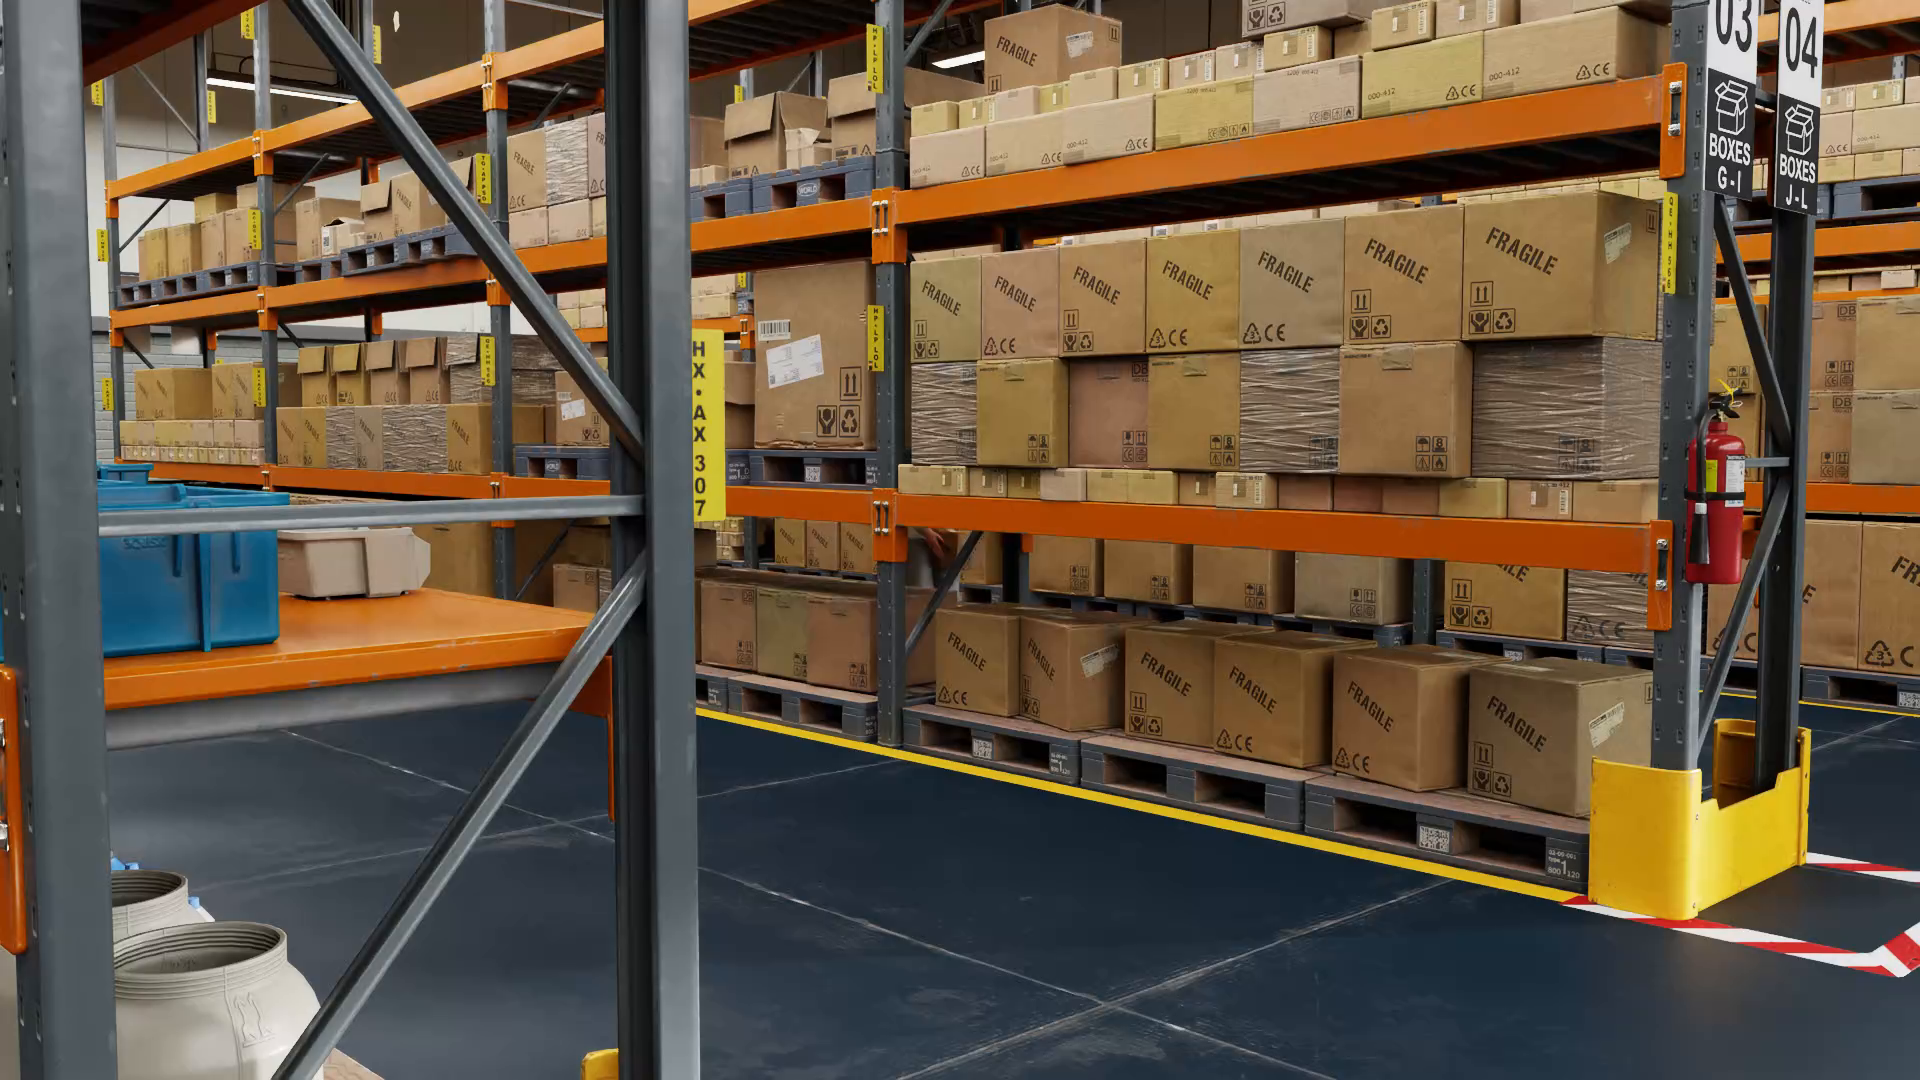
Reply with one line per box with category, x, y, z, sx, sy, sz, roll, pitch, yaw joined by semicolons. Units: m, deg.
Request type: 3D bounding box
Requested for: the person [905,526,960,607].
person;-0.172;0.003;10.978;0.542;1.780;0.493;-4;5;-45
